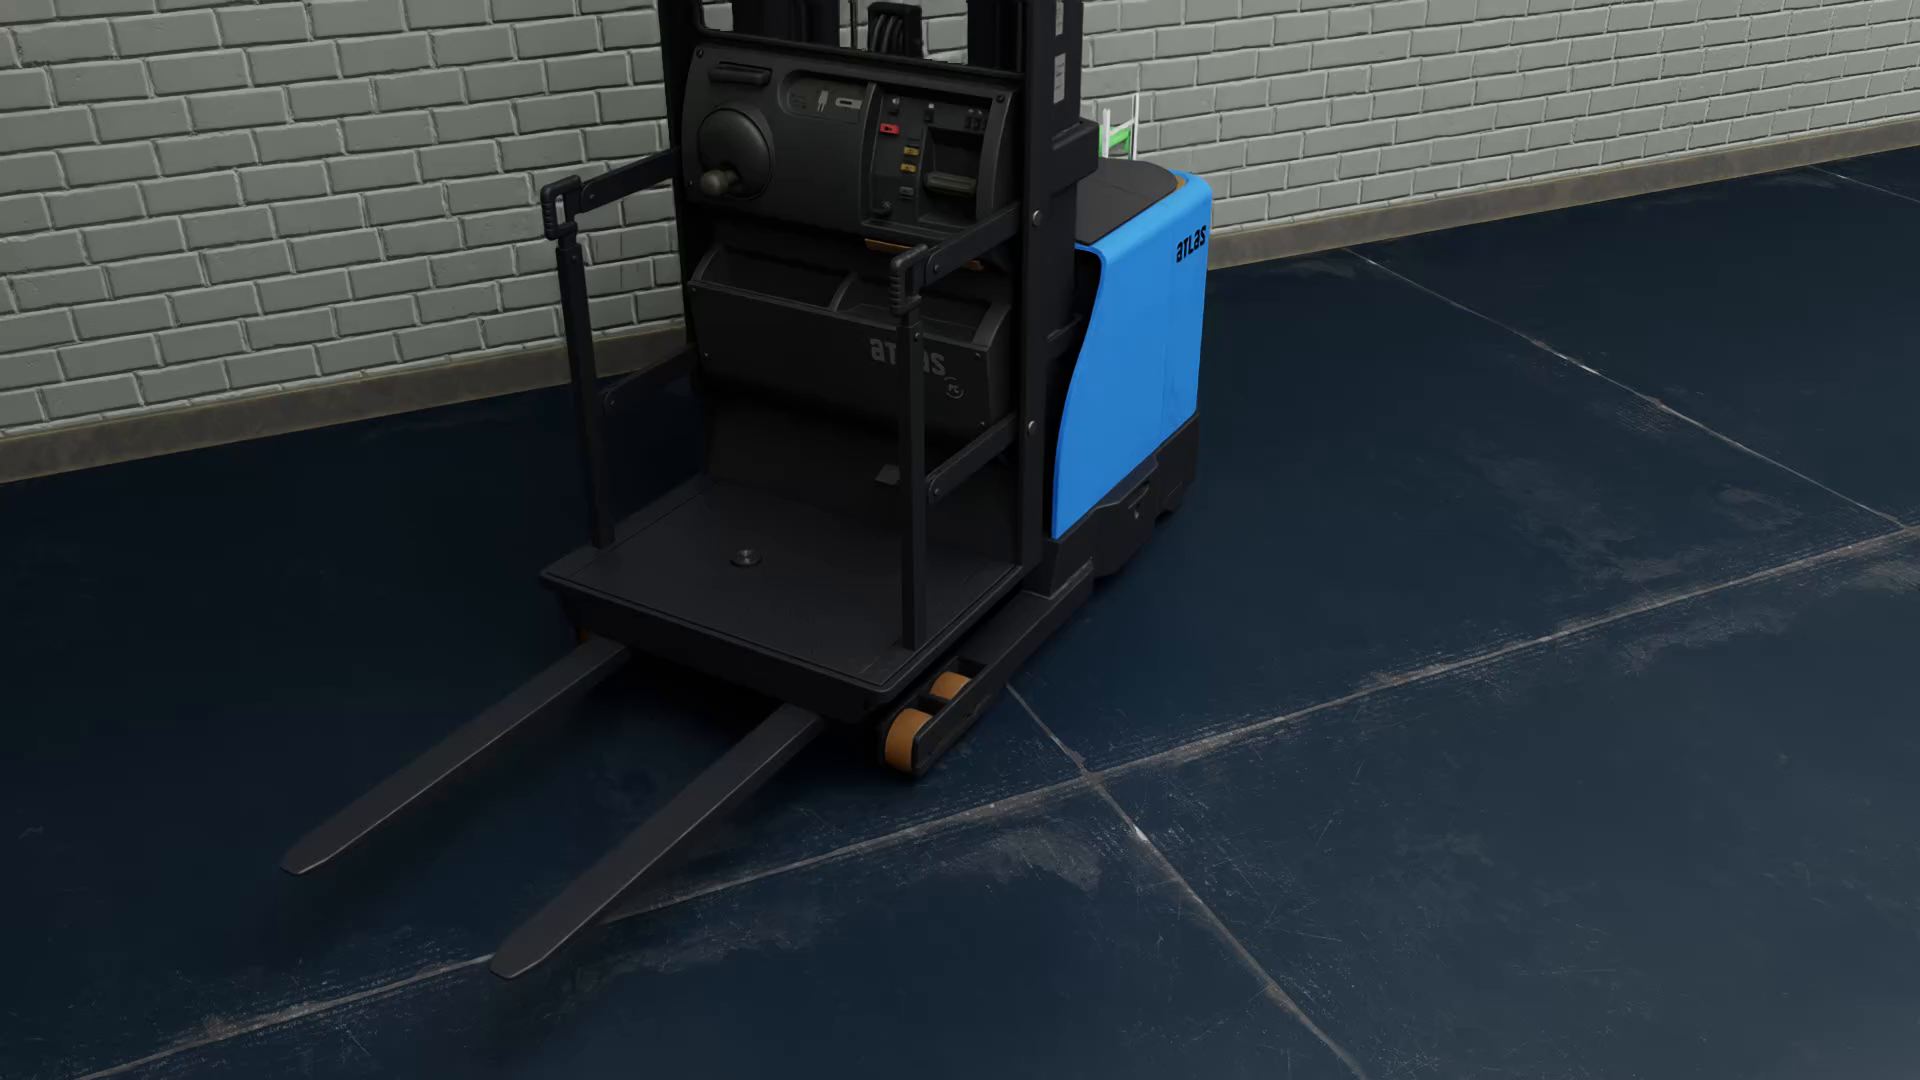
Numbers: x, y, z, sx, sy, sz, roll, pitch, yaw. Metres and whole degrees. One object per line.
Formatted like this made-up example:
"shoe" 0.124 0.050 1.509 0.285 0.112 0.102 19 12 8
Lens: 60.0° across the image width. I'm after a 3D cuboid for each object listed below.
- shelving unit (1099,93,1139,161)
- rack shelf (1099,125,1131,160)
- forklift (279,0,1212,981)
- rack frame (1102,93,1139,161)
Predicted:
"shelving unit" 0.301 -0.927 5.676 0.503 1.200 0.258 16 33 26
"rack shelf" 0.301 -1.290 5.472 0.480 0.148 0.258 16 33 26
"forklift" -0.403 -0.943 3.935 1.130 2.935 3.031 16 33 26
"rack frame" 0.513 -0.867 5.569 0.015 1.200 0.240 16 33 26
